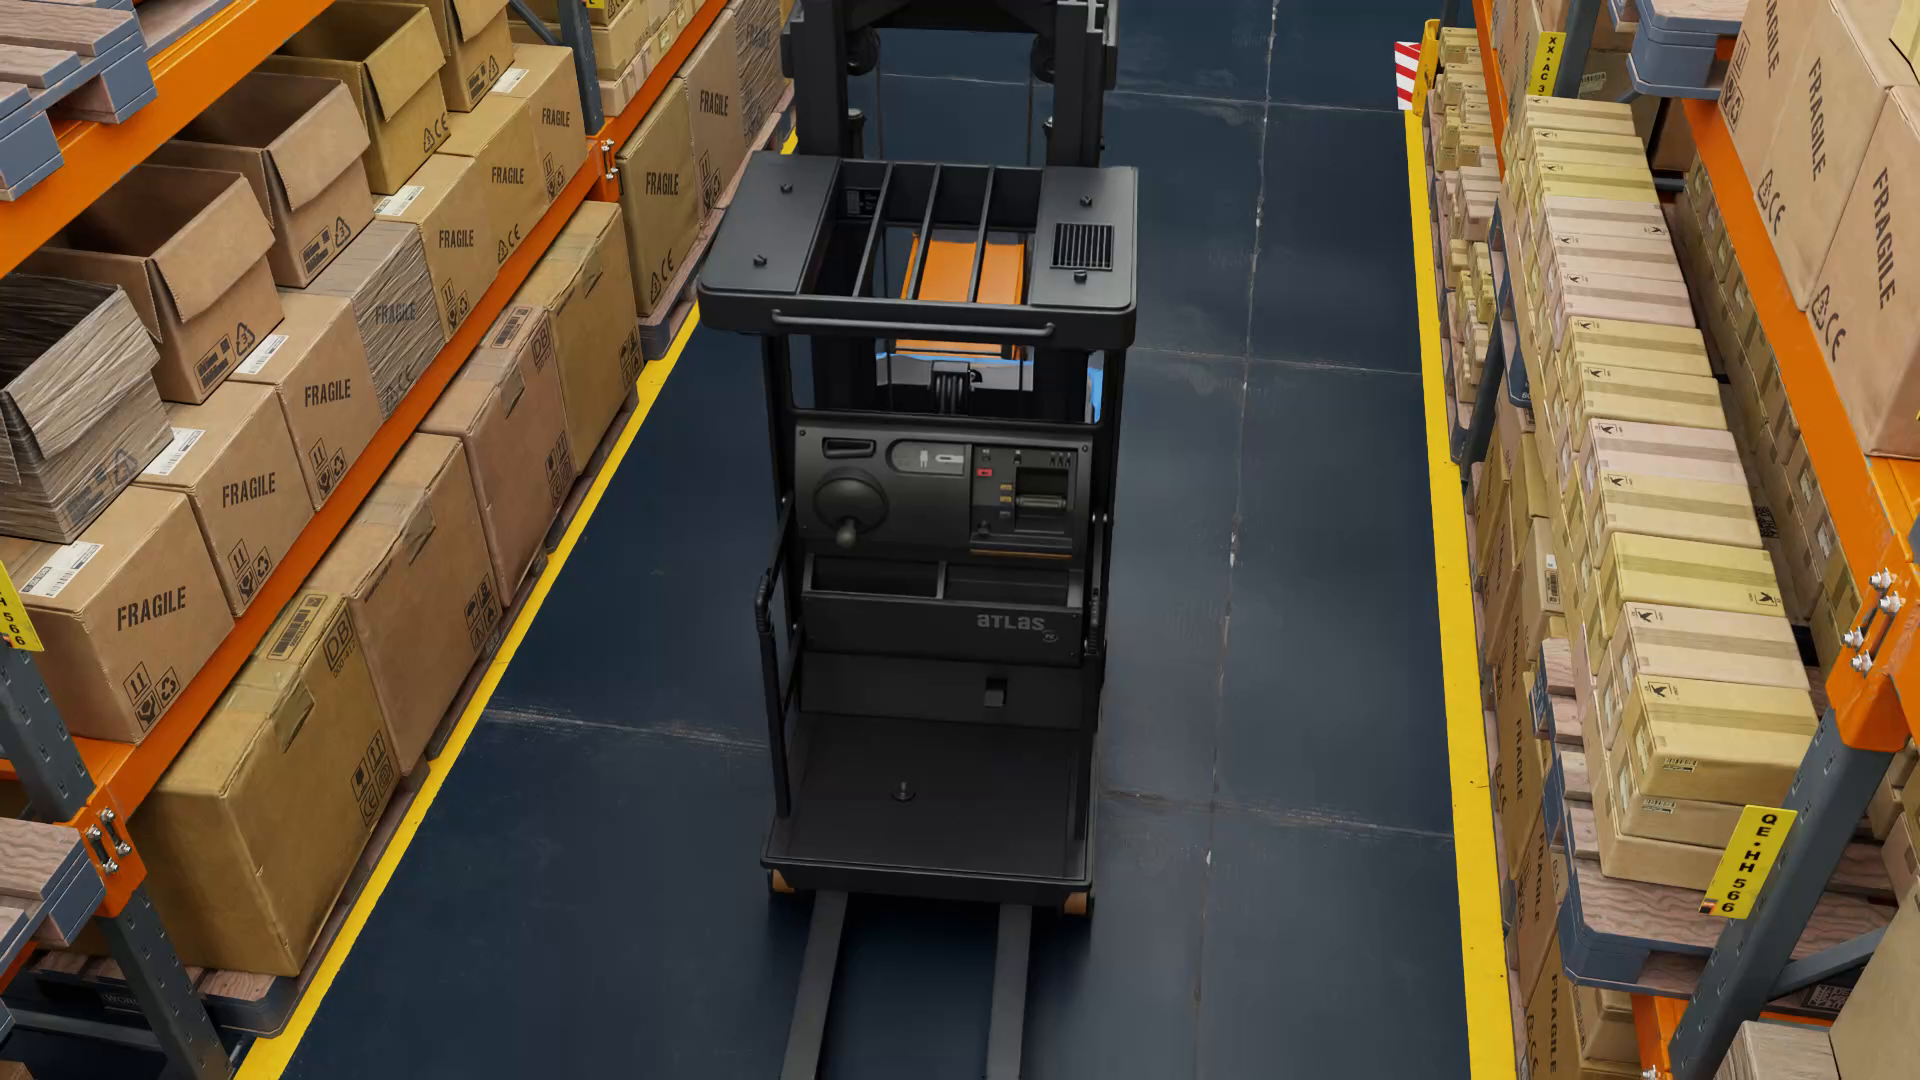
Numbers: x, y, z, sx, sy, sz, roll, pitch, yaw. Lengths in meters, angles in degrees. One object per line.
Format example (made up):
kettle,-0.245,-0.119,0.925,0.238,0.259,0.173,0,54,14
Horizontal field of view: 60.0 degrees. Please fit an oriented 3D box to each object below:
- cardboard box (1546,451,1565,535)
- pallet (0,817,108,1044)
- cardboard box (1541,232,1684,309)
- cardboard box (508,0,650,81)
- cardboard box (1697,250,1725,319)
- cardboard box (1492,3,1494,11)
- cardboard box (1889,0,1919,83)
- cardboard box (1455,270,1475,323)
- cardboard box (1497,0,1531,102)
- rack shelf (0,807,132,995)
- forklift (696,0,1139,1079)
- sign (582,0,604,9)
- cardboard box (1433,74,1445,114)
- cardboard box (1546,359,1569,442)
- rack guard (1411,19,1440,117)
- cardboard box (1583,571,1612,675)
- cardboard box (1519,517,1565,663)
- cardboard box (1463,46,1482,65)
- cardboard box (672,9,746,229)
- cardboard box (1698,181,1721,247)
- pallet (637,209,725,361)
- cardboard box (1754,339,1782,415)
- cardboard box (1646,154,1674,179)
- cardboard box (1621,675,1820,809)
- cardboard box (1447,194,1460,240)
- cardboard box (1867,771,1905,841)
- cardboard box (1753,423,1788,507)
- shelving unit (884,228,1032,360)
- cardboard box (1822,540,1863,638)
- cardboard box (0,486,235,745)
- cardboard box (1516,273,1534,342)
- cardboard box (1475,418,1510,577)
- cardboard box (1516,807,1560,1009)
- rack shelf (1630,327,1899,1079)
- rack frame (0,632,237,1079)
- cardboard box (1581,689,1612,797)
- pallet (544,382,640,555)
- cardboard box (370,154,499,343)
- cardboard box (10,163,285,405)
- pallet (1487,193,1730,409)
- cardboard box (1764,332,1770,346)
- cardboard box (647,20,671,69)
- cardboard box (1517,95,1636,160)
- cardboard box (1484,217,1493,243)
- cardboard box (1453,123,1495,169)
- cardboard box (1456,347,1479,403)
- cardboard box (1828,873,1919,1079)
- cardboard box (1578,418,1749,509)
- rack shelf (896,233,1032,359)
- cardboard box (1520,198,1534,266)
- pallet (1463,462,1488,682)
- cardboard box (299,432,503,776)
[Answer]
cardboard box,1.949,-0.121,4.910,0.380,0.149,0.250,8,40,9
pallet,-2.797,1.031,3.800,1.213,0.211,1.003,6,40,8
cardboard box,2.082,-0.847,5.321,0.380,0.149,0.250,6,40,7
cardboard box,-1.747,-2.335,7.605,0.500,0.250,0.500,6,40,7
cardboard box,2.818,-0.877,5.824,0.380,0.149,0.250,6,40,8
cardboard box,2.875,-2.664,8.315,0.380,0.149,0.250,8,40,9
cardboard box,1.977,-0.987,3.057,0.396,0.266,0.258,6,40,8
cardboard box,2.587,-1.154,7.966,0.380,0.149,0.250,5,40,6
cardboard box,2.678,-2.216,7.264,0.500,0.500,0.500,5,40,6
rack shelf,-3.124,2.030,3.005,1.077,0.370,4.000,6,40,8
forklift,-0.073,-0.077,5.043,1.130,2.935,3.031,3,40,4
sign,-1.550,-2.374,6.921,0.100,0.325,0.005,6,40,8
cardboard box,3.068,-2.682,10.048,0.380,0.149,0.250,7,40,9
cardboard box,1.992,-0.404,5.018,0.380,0.149,0.250,6,40,7
rack guard,3.460,-2.901,10.367,1.175,0.500,0.348,6,40,8
cardboard box,1.814,0.235,4.246,0.380,0.149,0.250,7,40,9
cardboard box,2.211,0.199,5.699,0.500,0.250,0.500,8,40,9
cardboard box,3.119,-2.727,9.635,0.380,0.149,0.250,7,40,8
cardboard box,-1.737,-2.326,9.047,0.875,0.875,0.875,6,40,8
cardboard box,2.863,-1.145,5.915,0.380,0.149,0.250,7,40,8
pallet,-1.878,-1.406,8.785,1.003,0.211,1.213,6,40,8
cardboard box,2.683,-0.483,5.114,0.380,0.149,0.250,7,40,8
cardboard box,3.124,-1.617,7.049,0.380,0.149,0.250,7,40,9
cardboard box,1.723,0.456,3.745,0.380,0.149,0.250,5,40,6
cardboard box,2.813,-1.710,8.872,0.380,0.149,0.250,6,40,8
cardboard box,2.412,0.616,4.018,0.380,0.149,0.250,8,40,10
cardboard box,2.639,-0.211,5.019,0.380,0.149,0.250,5,40,6
shelving unit,0.002,-0.691,7.203,0.538,1.125,1.048,3,40,4
cardboard box,2.502,0.151,4.348,0.380,0.149,0.250,7,40,8
cardboard box,-2.426,0.184,4.595,0.500,0.500,0.500,8,40,9
cardboard box,2.126,-0.782,5.710,0.380,0.149,0.250,7,40,8
cardboard box,2.392,-0.166,6.729,0.500,0.500,0.500,8,40,9
cardboard box,2.039,1.142,5.146,0.500,0.500,0.500,8,40,9
rack shelf,2.435,0.130,5.303,1.077,0.370,4.000,6,40,8
rack frame,-2.778,0.498,4.294,1.000,3.000,0.127,6,40,8
cardboard box,1.767,0.527,4.126,0.380,0.149,0.250,6,40,8
pallet,-2.145,-0.445,7.623,1.003,0.211,1.213,6,40,8
cardboard box,-2.074,-1.089,6.135,0.500,0.500,0.500,6,40,7
cardboard box,-2.520,-0.793,4.989,0.797,0.503,0.637,7,40,9
pallet,2.506,-0.865,6.092,1.003,0.211,1.213,6,40,8
cardboard box,2.678,-0.605,5.029,0.380,0.149,0.250,5,40,6
cardboard box,-1.617,-2.395,7.990,0.380,0.149,0.250,8,40,9
cardboard box,2.260,-1.500,6.111,0.380,0.149,0.250,8,40,10
cardboard box,2.750,-1.423,8.057,0.380,0.149,0.250,8,40,9
cardboard box,2.840,-2.085,8.859,0.380,0.149,0.250,7,40,8
cardboard box,2.514,-0.749,7.710,0.380,0.149,0.250,7,40,8
cardboard box,2.002,0.965,2.866,0.700,0.500,0.500,6,40,7
cardboard box,1.904,-0.185,4.520,0.380,0.149,0.250,6,40,8
rack shelf,0.002,-0.916,7.016,0.538,0.278,1.000,3,40,4
cardboard box,2.173,-1.060,5.813,0.380,0.149,0.250,7,40,9
pallet,2.648,0.161,6.889,1.003,0.211,1.213,6,40,8
cardboard box,-2.477,0.166,6.034,1.225,0.875,0.875,7,40,8
